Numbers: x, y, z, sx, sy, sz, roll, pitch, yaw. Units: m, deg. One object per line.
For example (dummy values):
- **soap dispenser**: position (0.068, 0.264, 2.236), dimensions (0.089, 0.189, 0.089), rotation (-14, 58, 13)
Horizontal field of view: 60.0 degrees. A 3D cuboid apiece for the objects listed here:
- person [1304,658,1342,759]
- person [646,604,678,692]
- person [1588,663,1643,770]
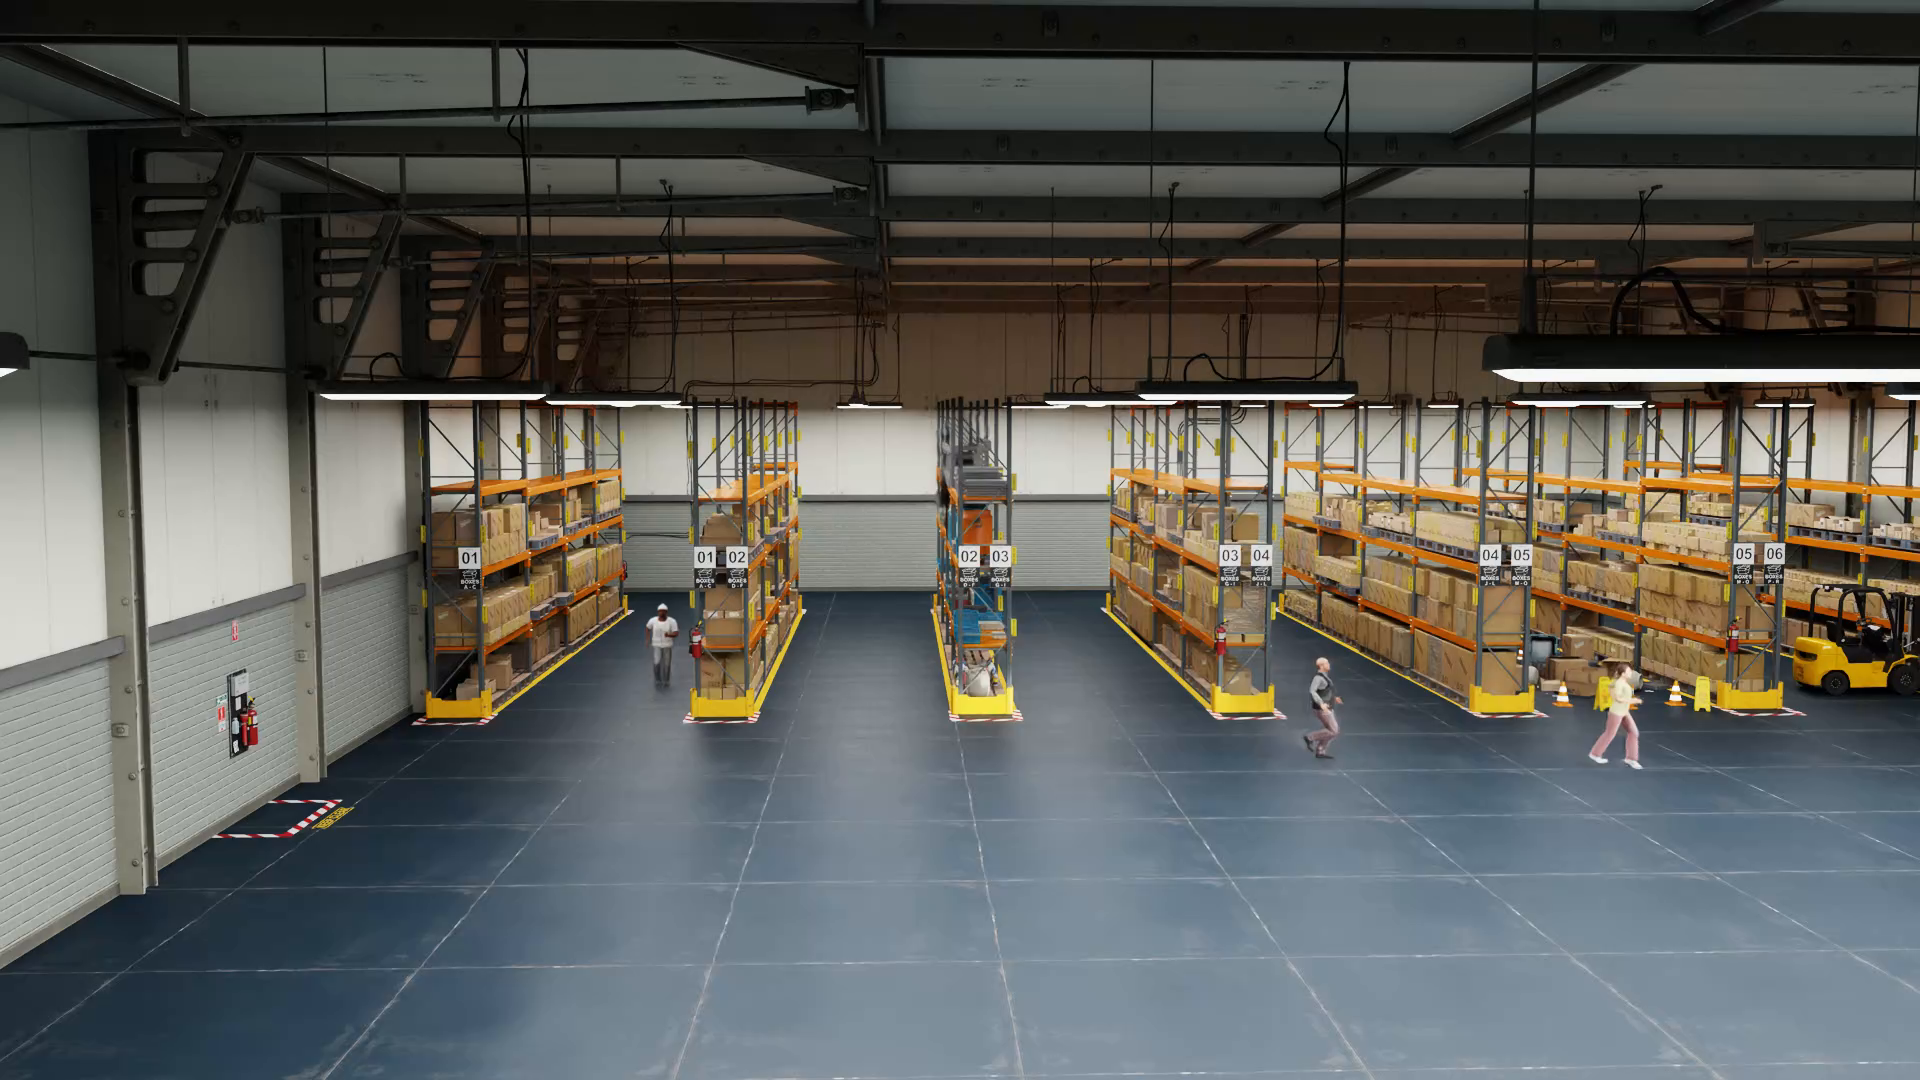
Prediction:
- **person**: position (5.982, 2.776, 27.382), dimensions (0.582, 1.677, 0.669), rotation (2, 5, 21)
- **person**: position (-6.115, 2.212, 34.135), dimensions (0.671, 1.798, 0.728), rotation (-1, 4, -9)
- **person**: position (10.539, 2.824, 26.698), dimensions (0.816, 1.709, 0.520), rotation (3, 6, 38)
